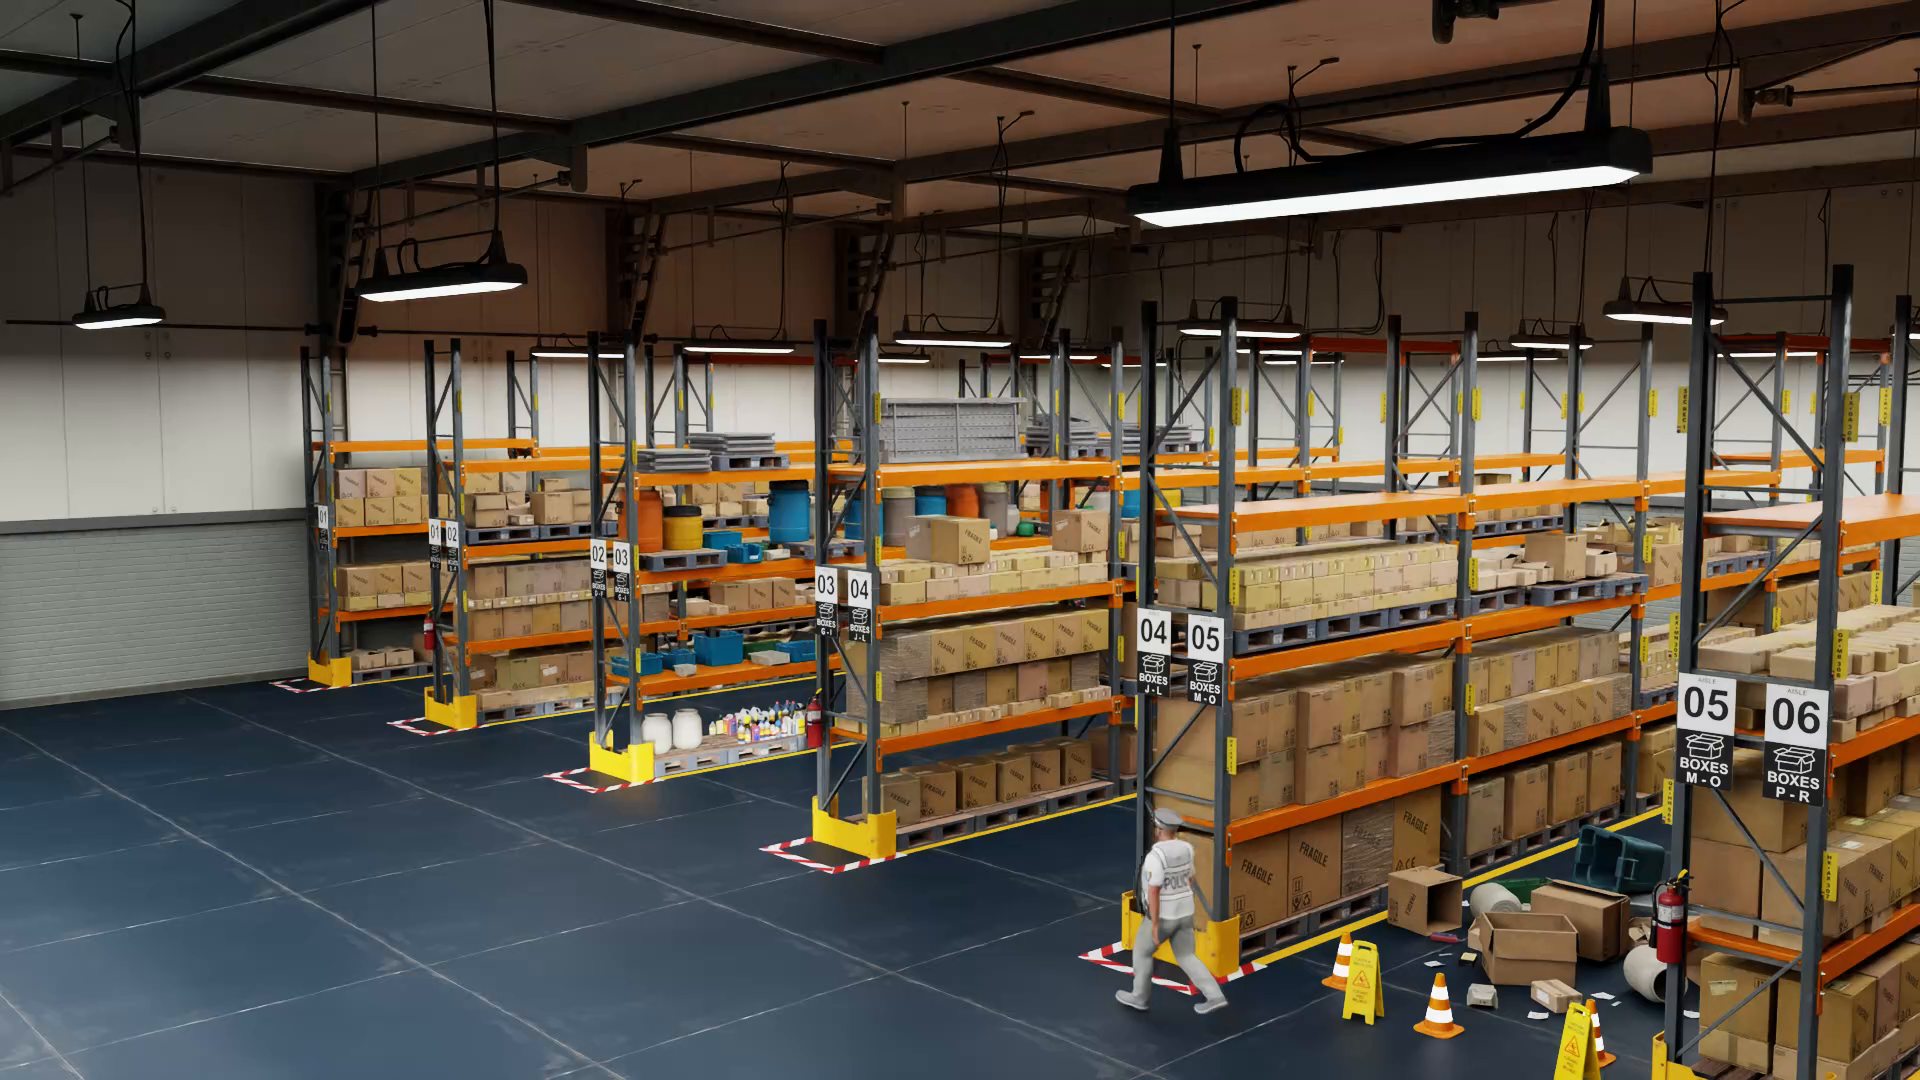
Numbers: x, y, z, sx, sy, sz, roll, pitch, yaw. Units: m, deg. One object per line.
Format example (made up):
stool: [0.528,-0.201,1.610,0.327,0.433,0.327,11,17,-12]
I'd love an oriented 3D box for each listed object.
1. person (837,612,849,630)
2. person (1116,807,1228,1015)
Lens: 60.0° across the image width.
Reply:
person: [-2.491,1.282,34.361,0.497,1.726,0.576,-1,5,-14]
person: [1.738,3.084,13.753,0.539,1.727,1.019,-5,7,-43]
